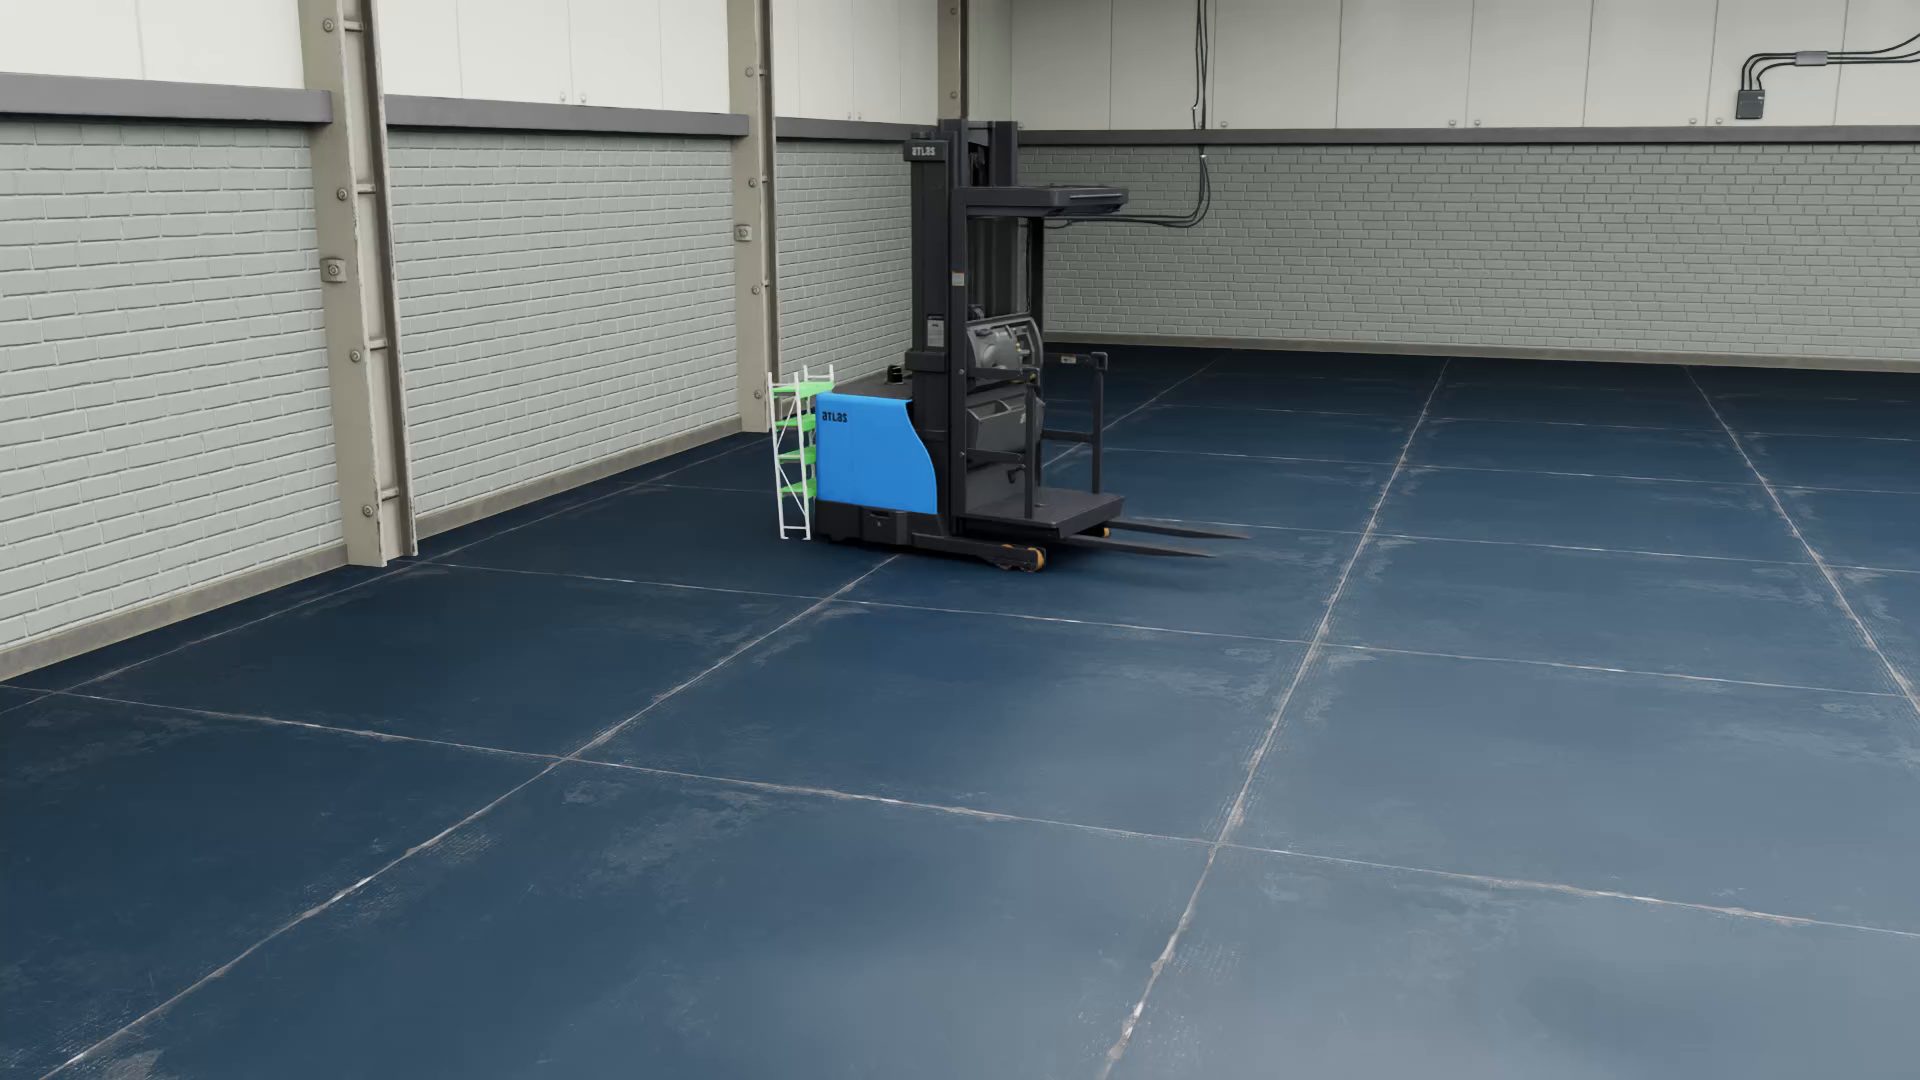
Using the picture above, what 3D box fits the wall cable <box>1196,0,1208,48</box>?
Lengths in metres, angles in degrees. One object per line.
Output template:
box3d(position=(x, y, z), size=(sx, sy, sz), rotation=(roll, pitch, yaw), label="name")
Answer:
box3d(position=(4.677, -8.062, 22.717), size=(3.097, 2.526, 0.112), rotation=(4, 14, 18), label="wall cable")

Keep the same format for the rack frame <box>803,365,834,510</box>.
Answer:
box3d(position=(-1.006, -0.693, 12.294), size=(0.240, 1.200, 0.015), rotation=(2, 12, 26), label="rack frame")

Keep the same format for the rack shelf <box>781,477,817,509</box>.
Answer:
box3d(position=(-1.095, -0.347, 12.139), size=(0.258, 0.148, 0.480), rotation=(2, 12, 26), label="rack shelf")

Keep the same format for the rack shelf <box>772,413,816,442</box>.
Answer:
box3d(position=(-1.123, -0.817, 12.046), size=(0.258, 0.148, 0.480), rotation=(2, 12, 26), label="rack shelf")

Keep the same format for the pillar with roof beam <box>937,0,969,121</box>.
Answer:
box3d(position=(3.986, -6.474, 20.129), size=(9.100, 9.000, 0.400), rotation=(4, 14, 18), label="pillar with roof beam")

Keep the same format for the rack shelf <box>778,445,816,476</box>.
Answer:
box3d(position=(-1.109, -0.582, 12.092), size=(0.258, 0.148, 0.480), rotation=(2, 12, 26), label="rack shelf")

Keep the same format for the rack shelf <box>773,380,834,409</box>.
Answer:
box3d(position=(-1.137, -1.052, 11.999), size=(0.258, 0.148, 0.480), rotation=(2, 12, 26), label="rack shelf")

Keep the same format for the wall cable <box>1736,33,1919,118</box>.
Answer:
box3d(position=(11.095, -8.280, 20.400), size=(2.305, 6.003, 0.169), rotation=(4, 14, 18), label="wall cable")

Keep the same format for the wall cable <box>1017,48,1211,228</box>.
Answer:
box3d(position=(2.117, -5.795, 24.133), size=(3.097, 2.526, 0.112), rotation=(4, 14, 18), label="wall cable")

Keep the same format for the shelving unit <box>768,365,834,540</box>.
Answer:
box3d(position=(-1.112, -0.645, 12.080), size=(0.258, 1.200, 0.503), rotation=(2, 12, 26), label="shelving unit")

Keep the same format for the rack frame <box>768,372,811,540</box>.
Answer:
box3d(position=(-1.219, -0.596, 11.866), size=(0.240, 1.200, 0.015), rotation=(2, 12, 26), label="rack frame")

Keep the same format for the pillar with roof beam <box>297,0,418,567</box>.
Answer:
box3d(position=(0.103, -3.947, 9.059), size=(9.100, 9.000, 0.400), rotation=(4, 14, 18), label="pillar with roof beam")

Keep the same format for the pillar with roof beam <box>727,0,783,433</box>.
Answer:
box3d(position=(2.045, -5.211, 14.594), size=(9.100, 9.000, 0.400), rotation=(4, 14, 18), label="pillar with roof beam")

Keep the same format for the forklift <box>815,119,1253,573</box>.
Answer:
box3d(position=(0.488, -1.345, 11.294), size=(3.031, 2.935, 1.130), rotation=(8, 15, 30), label="forklift")
